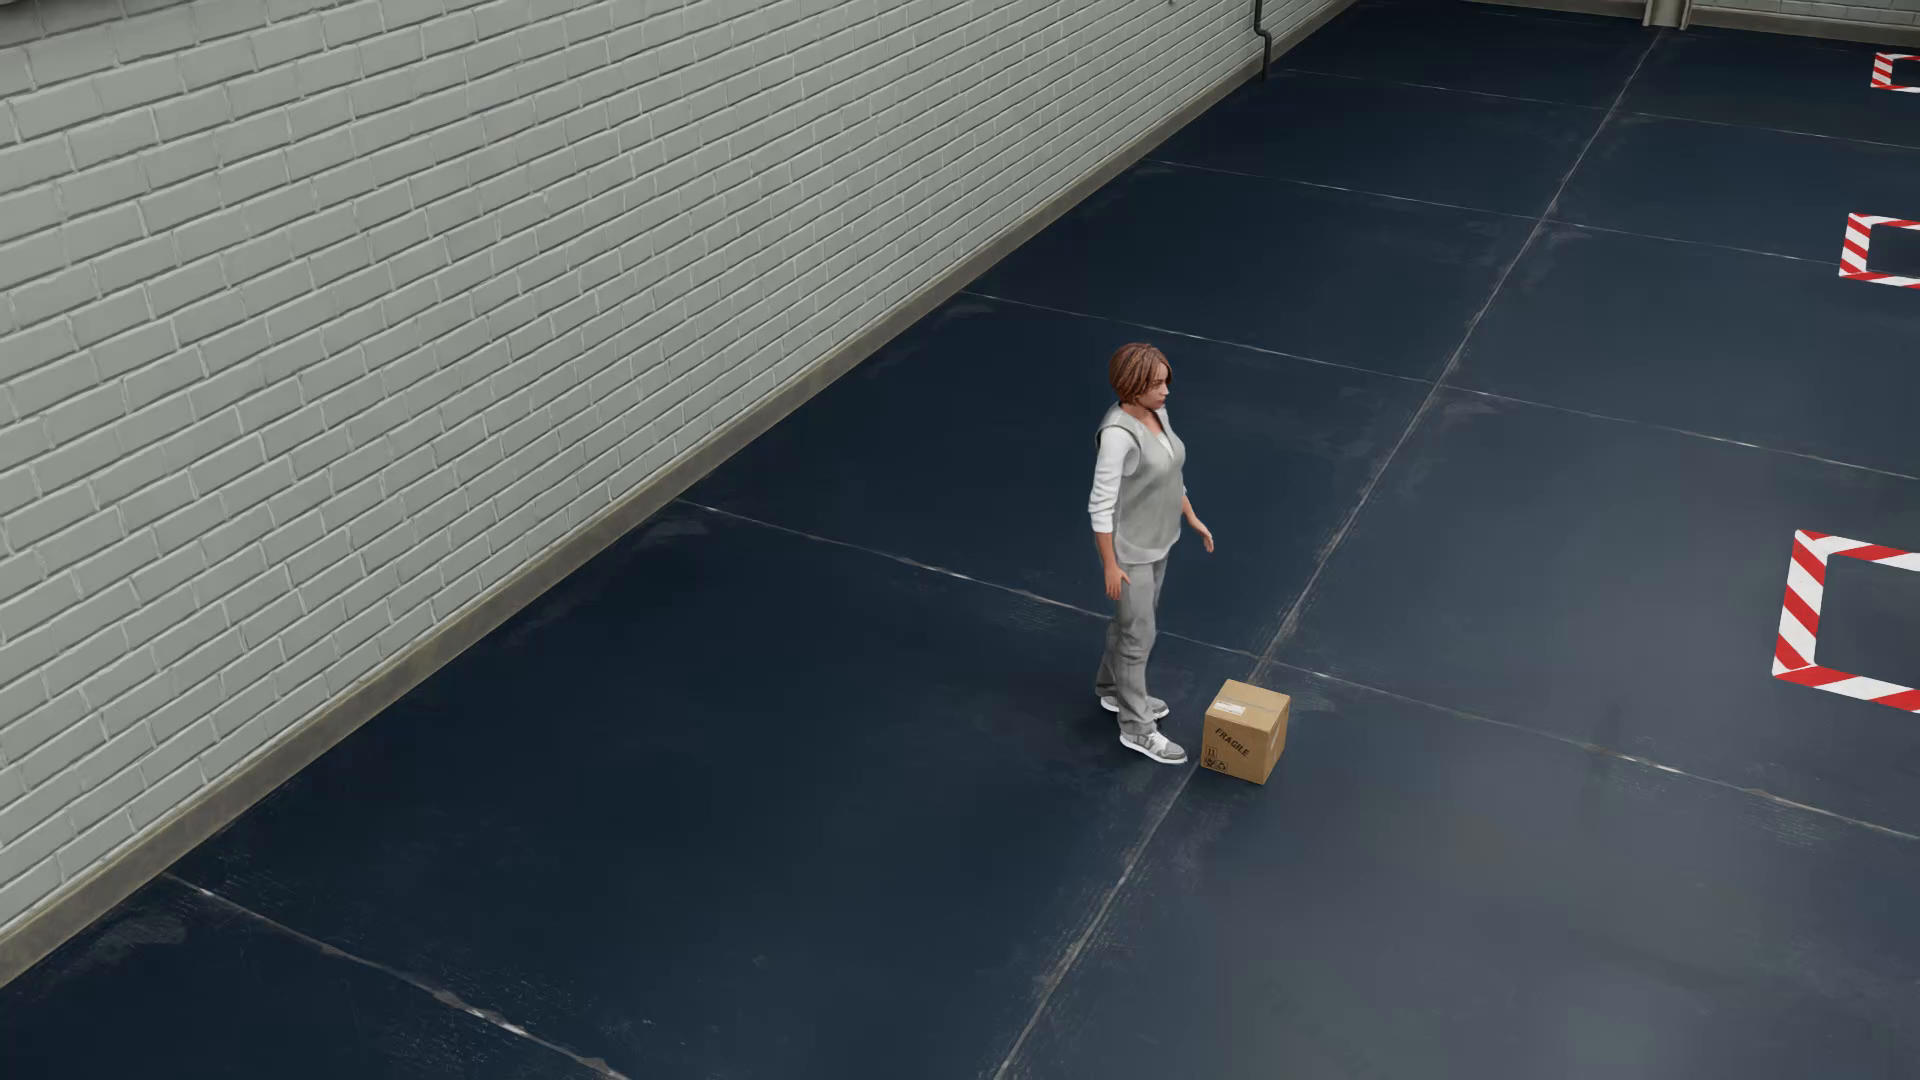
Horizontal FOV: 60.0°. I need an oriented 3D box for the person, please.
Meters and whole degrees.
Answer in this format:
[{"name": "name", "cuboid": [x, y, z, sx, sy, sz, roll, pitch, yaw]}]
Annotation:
[{"name": "person", "cuboid": [0.662, 0.029, 6.096, 0.308, 1.598, 0.407, 15, 34, 24]}]
